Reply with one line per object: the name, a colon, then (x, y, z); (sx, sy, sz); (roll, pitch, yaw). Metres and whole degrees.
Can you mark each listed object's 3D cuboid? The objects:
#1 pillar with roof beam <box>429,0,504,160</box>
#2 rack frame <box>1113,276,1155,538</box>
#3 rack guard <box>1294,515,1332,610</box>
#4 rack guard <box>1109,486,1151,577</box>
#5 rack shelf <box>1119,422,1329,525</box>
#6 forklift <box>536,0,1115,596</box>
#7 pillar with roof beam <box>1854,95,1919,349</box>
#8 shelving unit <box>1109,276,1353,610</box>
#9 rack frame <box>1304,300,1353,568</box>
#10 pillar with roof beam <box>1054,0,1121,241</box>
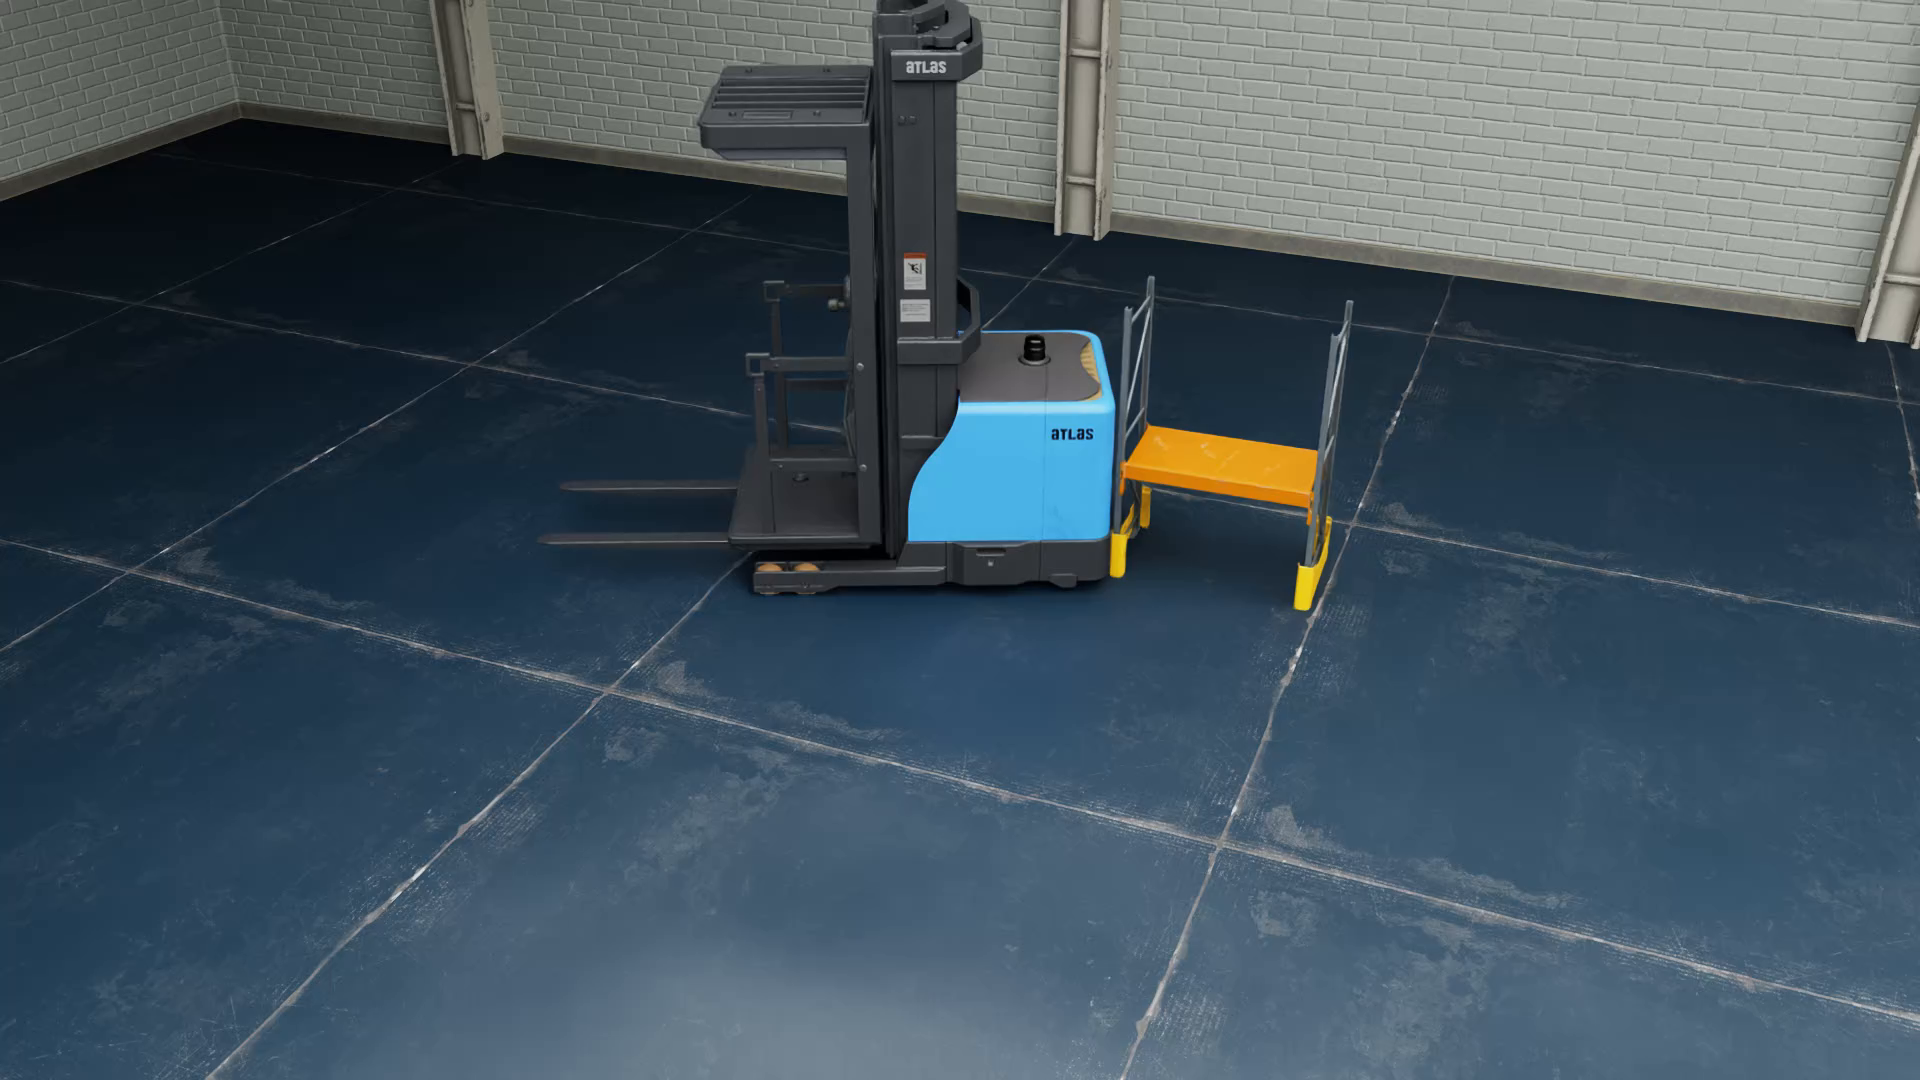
pillar with roof beam: (-6.166, -5.614, 10.037); (0.400, 9.000, 9.100); (11, 31, 19)
rack frame: (0.913, -0.600, 8.787); (0.032, 1.500, 0.500); (10, 31, 17)
rack guard: (1.867, 0.115, 8.793); (0.087, 0.250, 0.587); (10, 31, 17)
rack guard: (0.931, -0.053, 9.089); (0.087, 0.250, 0.587); (10, 31, 17)
rack shelf: (1.390, -0.358, 8.725); (1.000, 0.185, 0.538); (10, 31, 17)
forklift: (-0.729, -1.246, 8.476); (3.031, 2.935, 1.130); (0, 29, -1)
pillar with roof beam: (4.953, -3.394, 6.109); (0.400, 9.000, 9.100); (11, 31, 19)
shelving unit: (1.399, -0.513, 8.634); (1.083, 1.500, 0.587); (10, 31, 17)
rack frame: (1.868, -0.429, 8.485); (0.032, 1.500, 0.500); (10, 31, 17)
pillar with roof beam: (-0.606, -4.504, 8.073); (0.400, 9.000, 9.100); (11, 31, 19)
